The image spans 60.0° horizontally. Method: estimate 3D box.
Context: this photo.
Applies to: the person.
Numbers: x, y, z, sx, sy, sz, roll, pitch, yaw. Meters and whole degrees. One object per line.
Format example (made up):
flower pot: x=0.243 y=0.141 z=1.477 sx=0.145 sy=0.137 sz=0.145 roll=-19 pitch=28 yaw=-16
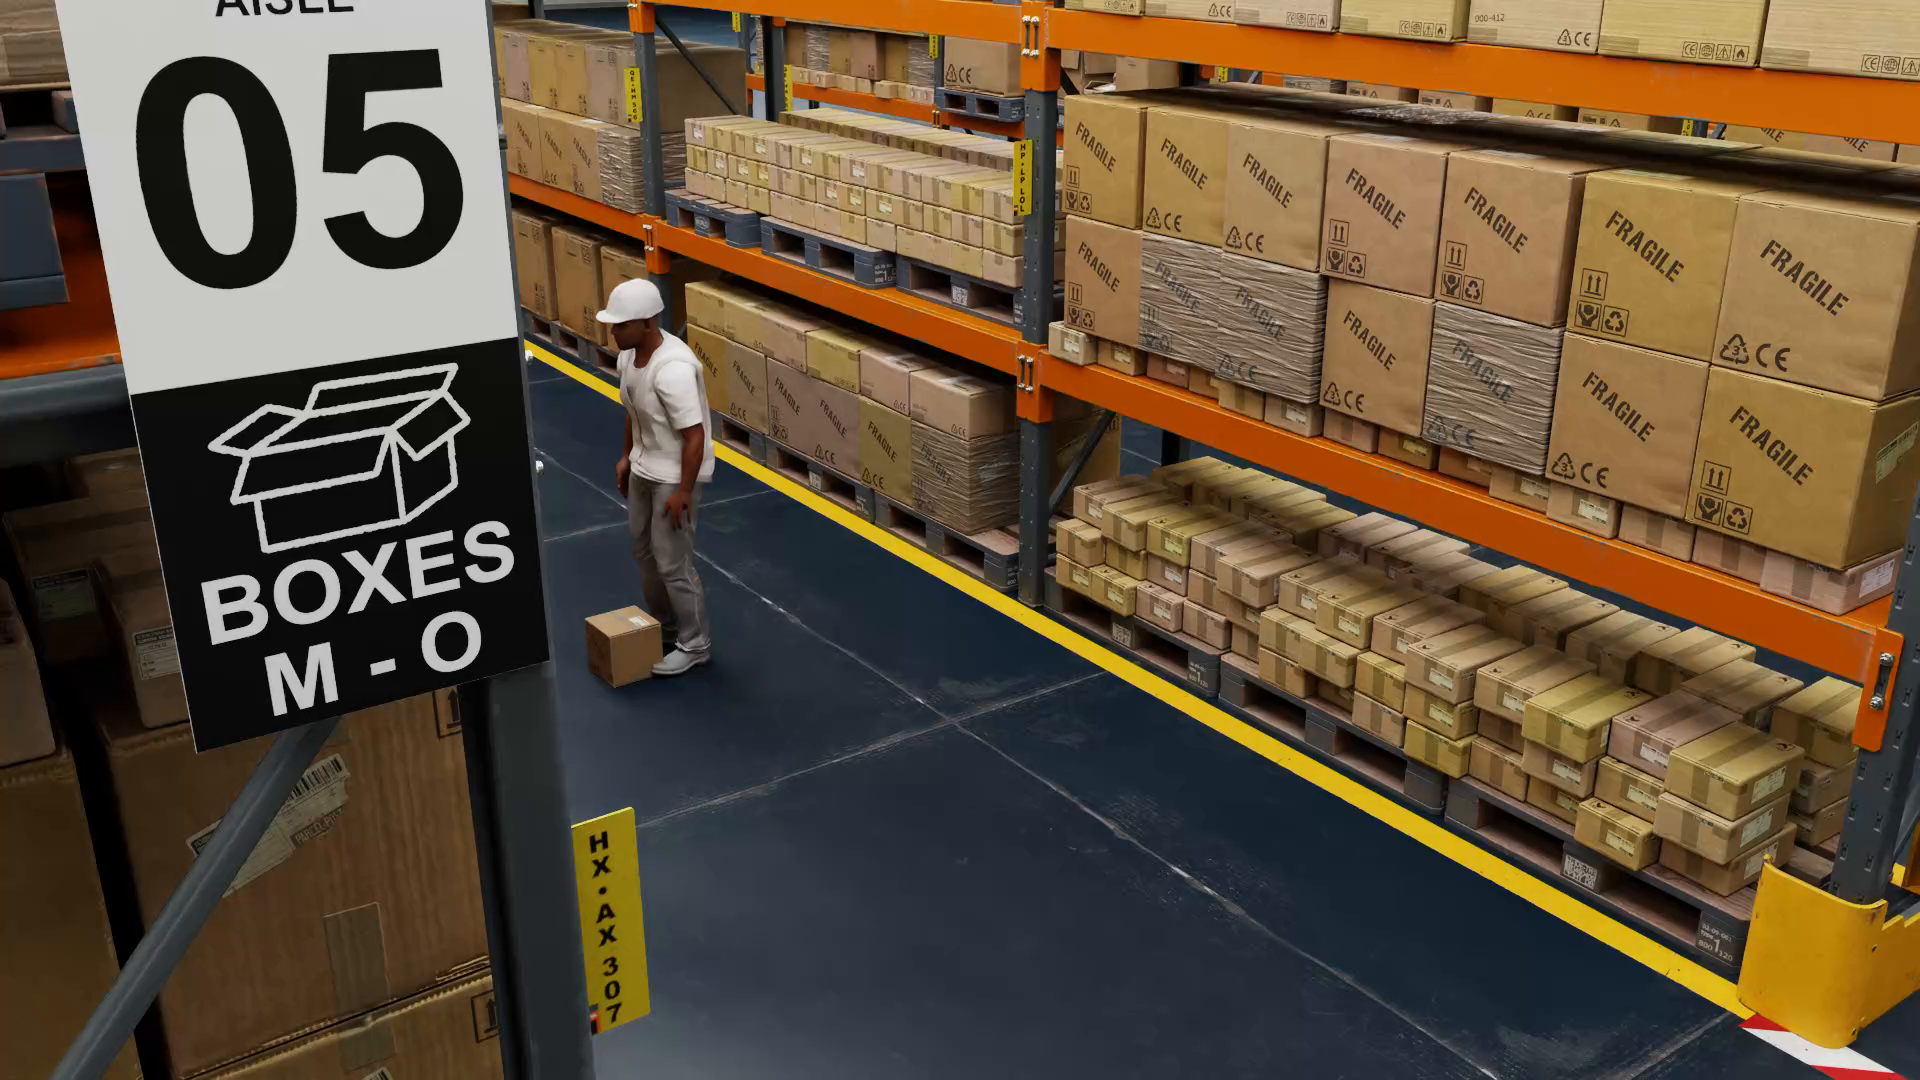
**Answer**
person: x=-1.321 y=-0.282 z=7.283 sx=0.457 sy=1.761 sz=0.626 roll=-14 pitch=25 yaw=-33
